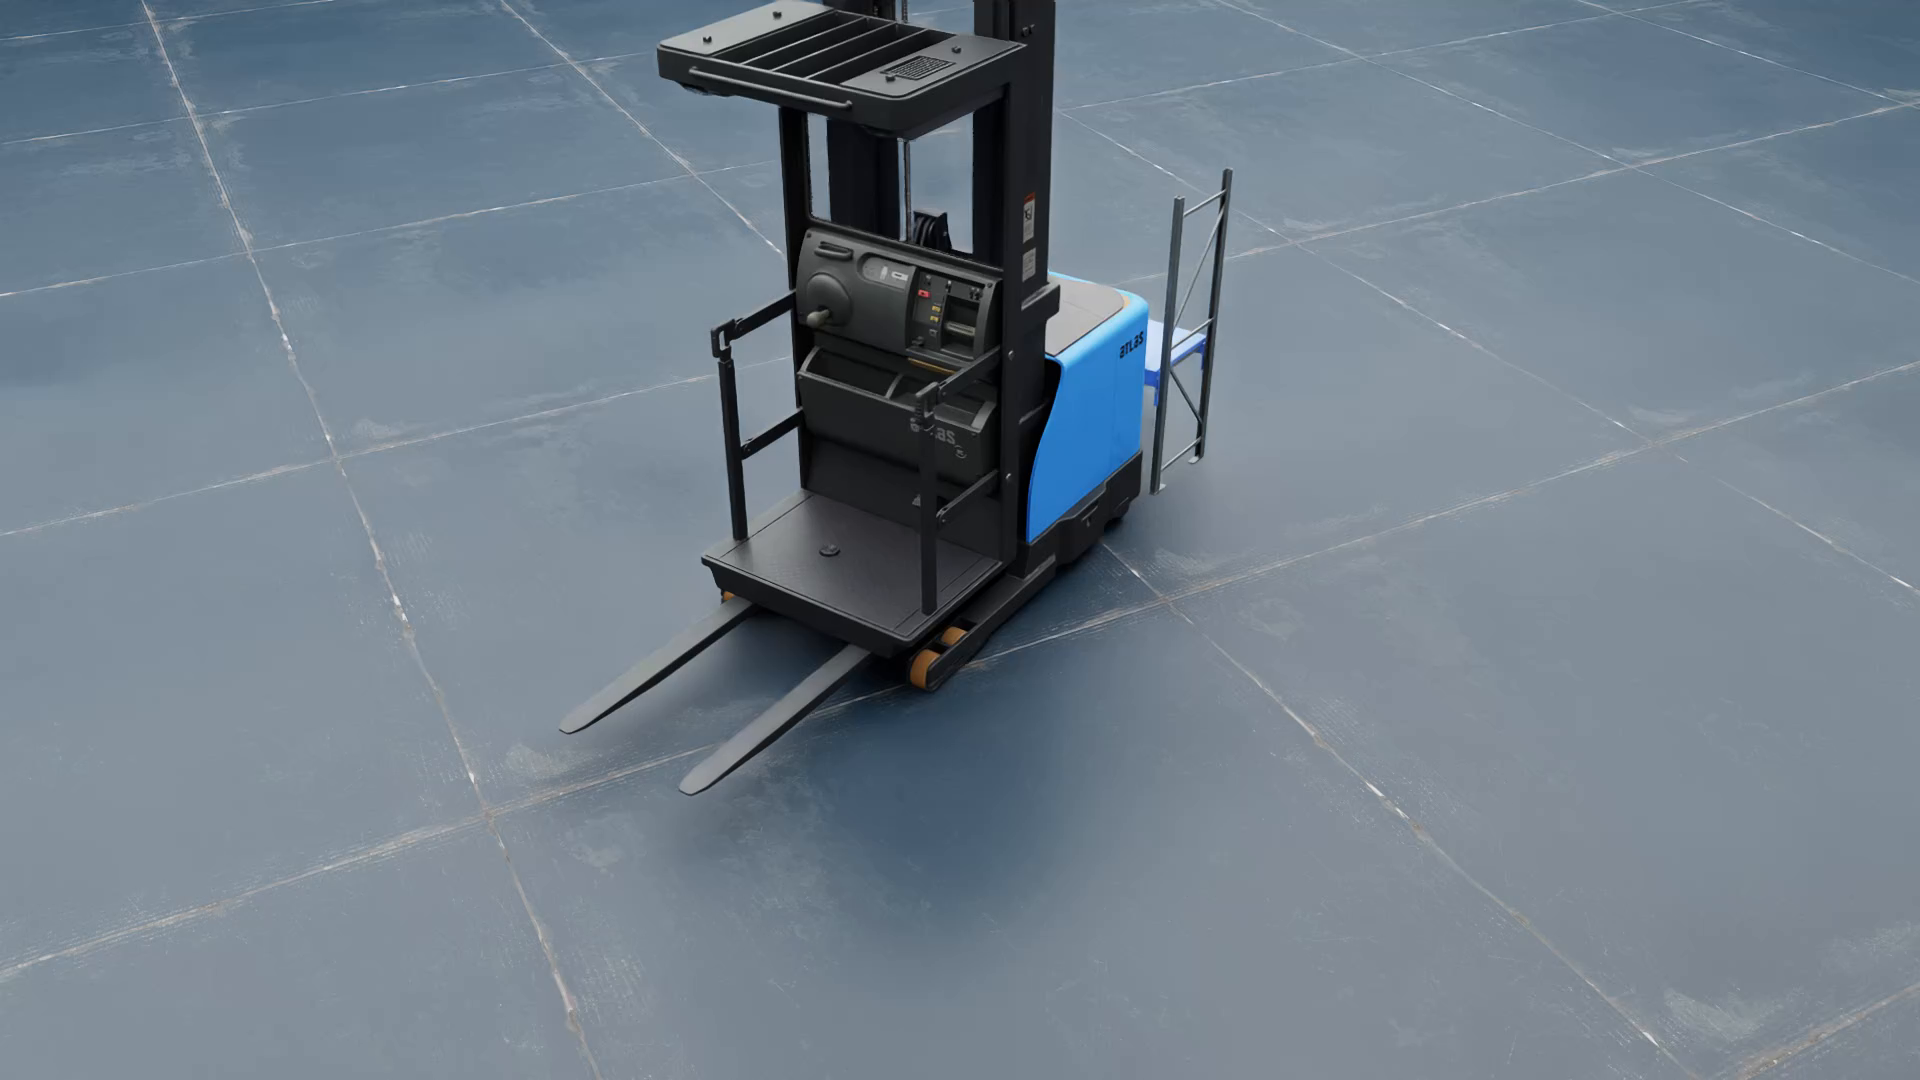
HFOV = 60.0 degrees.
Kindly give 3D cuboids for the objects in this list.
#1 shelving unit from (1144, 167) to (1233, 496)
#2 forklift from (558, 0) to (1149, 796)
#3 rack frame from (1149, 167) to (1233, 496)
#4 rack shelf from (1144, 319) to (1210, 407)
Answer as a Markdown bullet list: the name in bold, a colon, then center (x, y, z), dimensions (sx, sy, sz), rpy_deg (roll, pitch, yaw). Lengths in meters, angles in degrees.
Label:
- **shelving unit**: center (0.672, -1.123, 8.102), dimensions (1.048, 1.500, 0.538), rpy_deg (21, 37, 29)
- **forklift**: center (-0.381, -0.913, 6.458), dimensions (1.130, 2.935, 3.031), rpy_deg (20, 38, 28)
- **rack frame**: center (1.087, -0.964, 7.854), dimensions (0.032, 1.500, 0.500), rpy_deg (21, 37, 29)
- **rack shelf**: center (0.670, -0.969, 8.196), dimensions (1.000, 0.185, 0.538), rpy_deg (21, 37, 29)
